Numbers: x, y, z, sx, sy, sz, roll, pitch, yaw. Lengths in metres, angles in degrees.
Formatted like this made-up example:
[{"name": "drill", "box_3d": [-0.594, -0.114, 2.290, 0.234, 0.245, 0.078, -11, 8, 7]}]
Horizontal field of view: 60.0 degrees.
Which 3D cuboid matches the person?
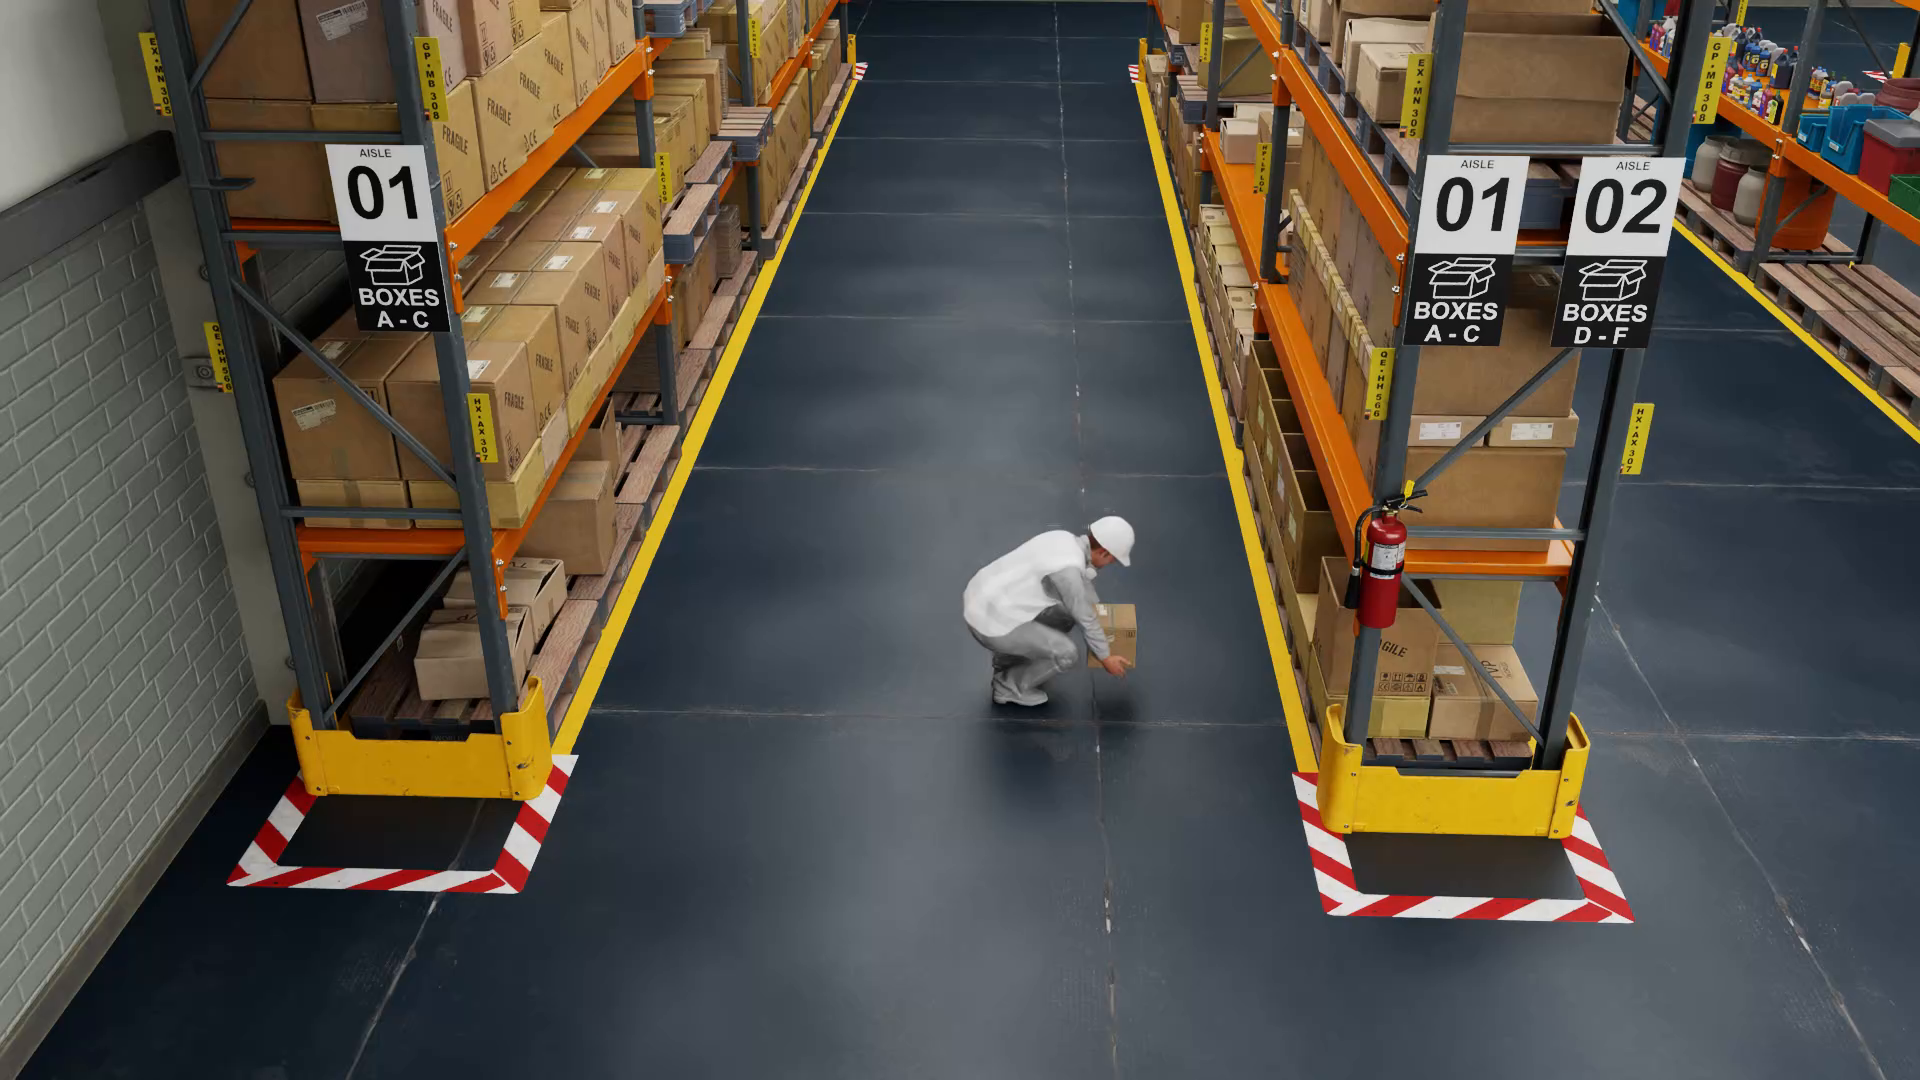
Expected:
[{"name": "person", "box_3d": [0.462, 0.349, 8.767, 0.889, 1.006, 0.514, 0, 28, 1]}]
